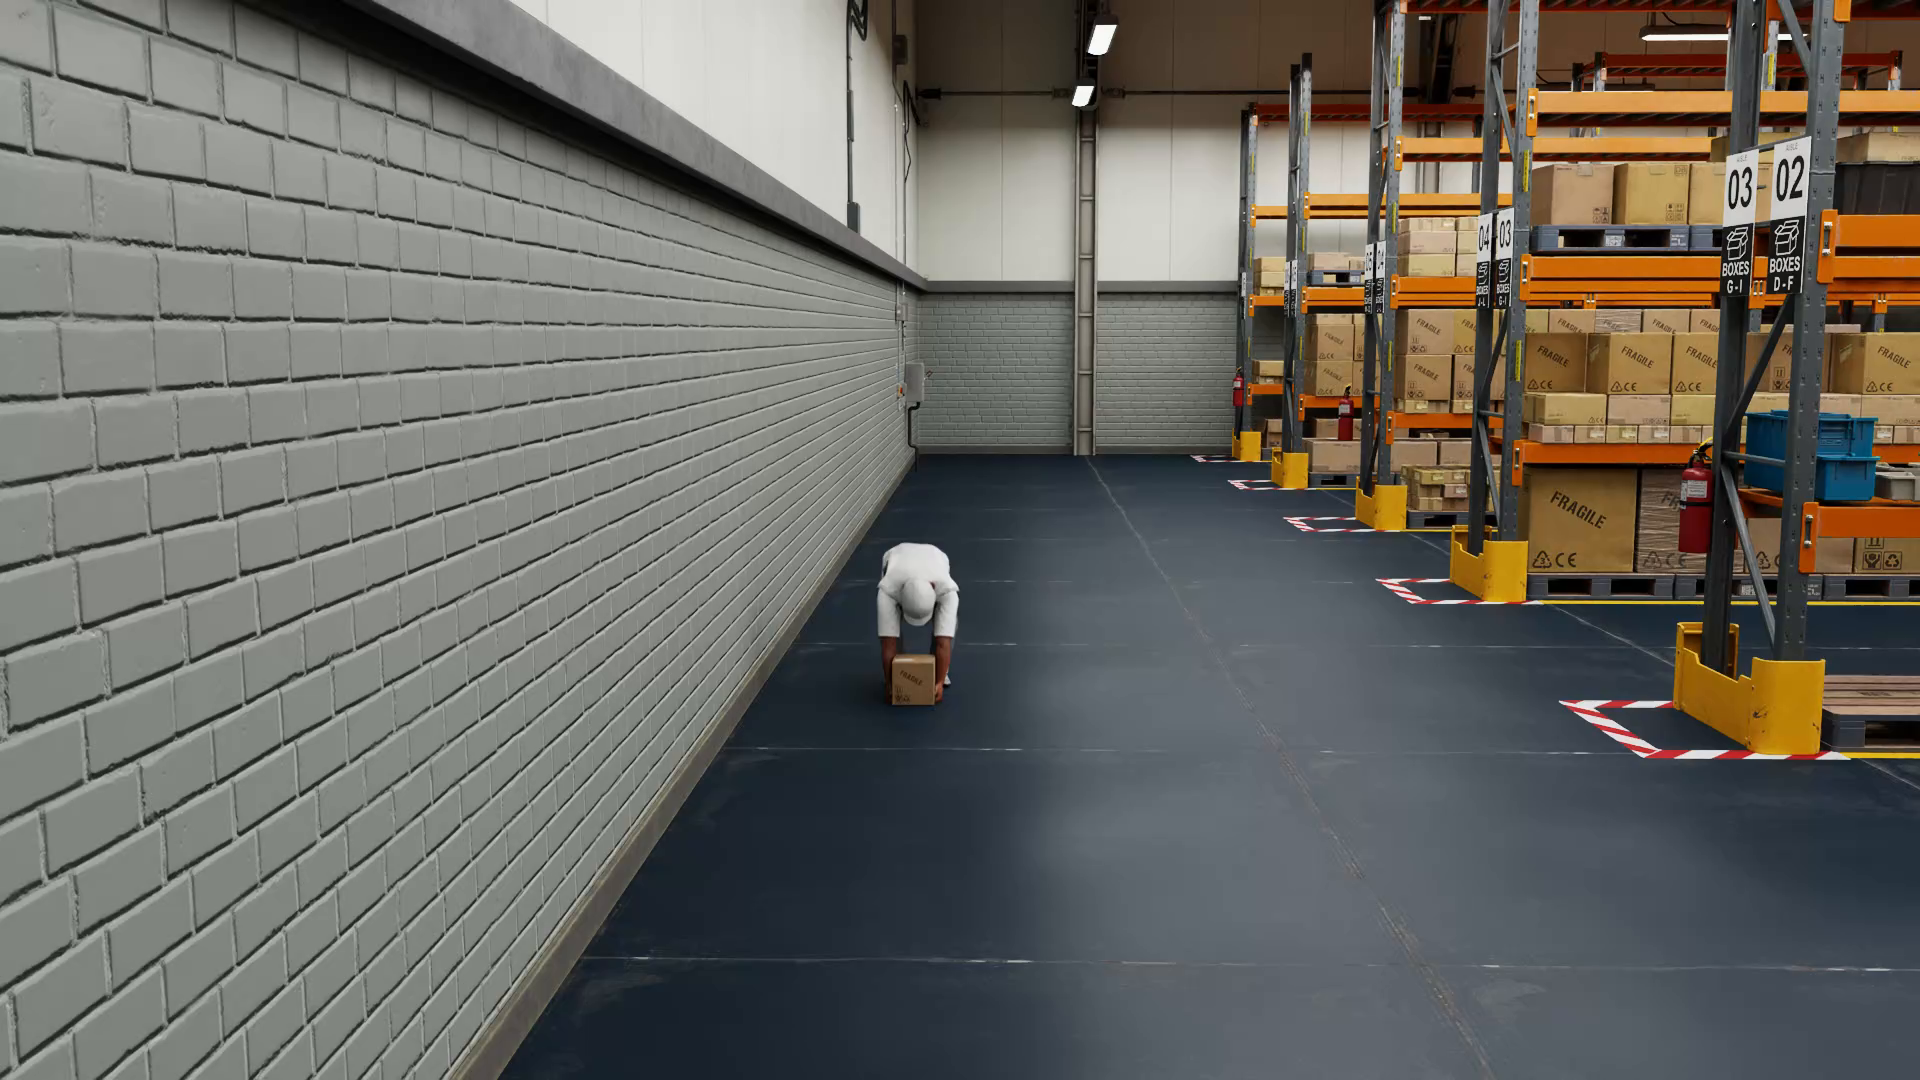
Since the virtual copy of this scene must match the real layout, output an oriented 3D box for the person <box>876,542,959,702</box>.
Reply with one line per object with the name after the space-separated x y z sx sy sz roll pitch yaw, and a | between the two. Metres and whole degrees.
-0.262 0.493 10.262 0.511 0.907 0.977 0 7 -1 | person
